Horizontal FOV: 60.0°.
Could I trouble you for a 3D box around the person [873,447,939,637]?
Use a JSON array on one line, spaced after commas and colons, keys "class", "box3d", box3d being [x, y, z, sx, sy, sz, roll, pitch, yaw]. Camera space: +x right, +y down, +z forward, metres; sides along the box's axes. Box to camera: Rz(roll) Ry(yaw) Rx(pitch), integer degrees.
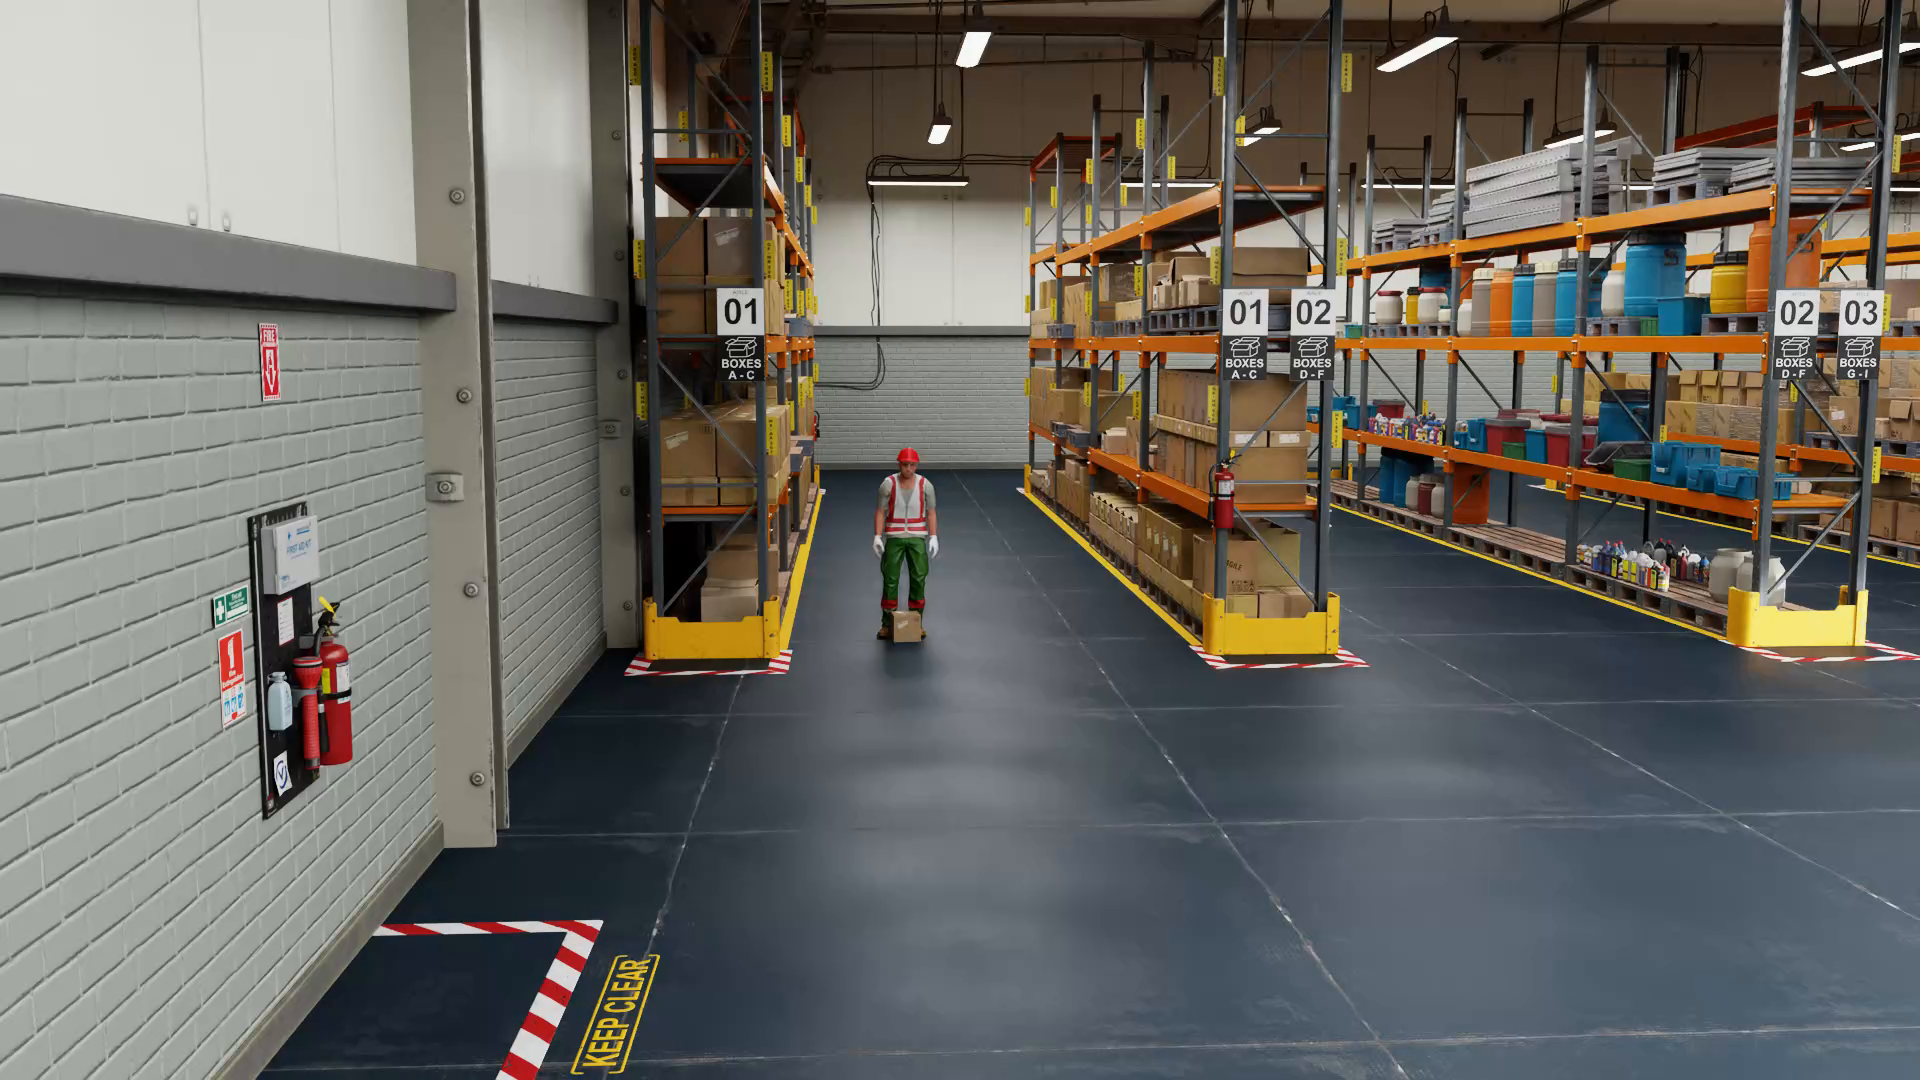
[{"class": "person", "box3d": [-0.507, 0.017, 15.536, 0.620, 1.779, 0.454, -1, 7, -5]}]
